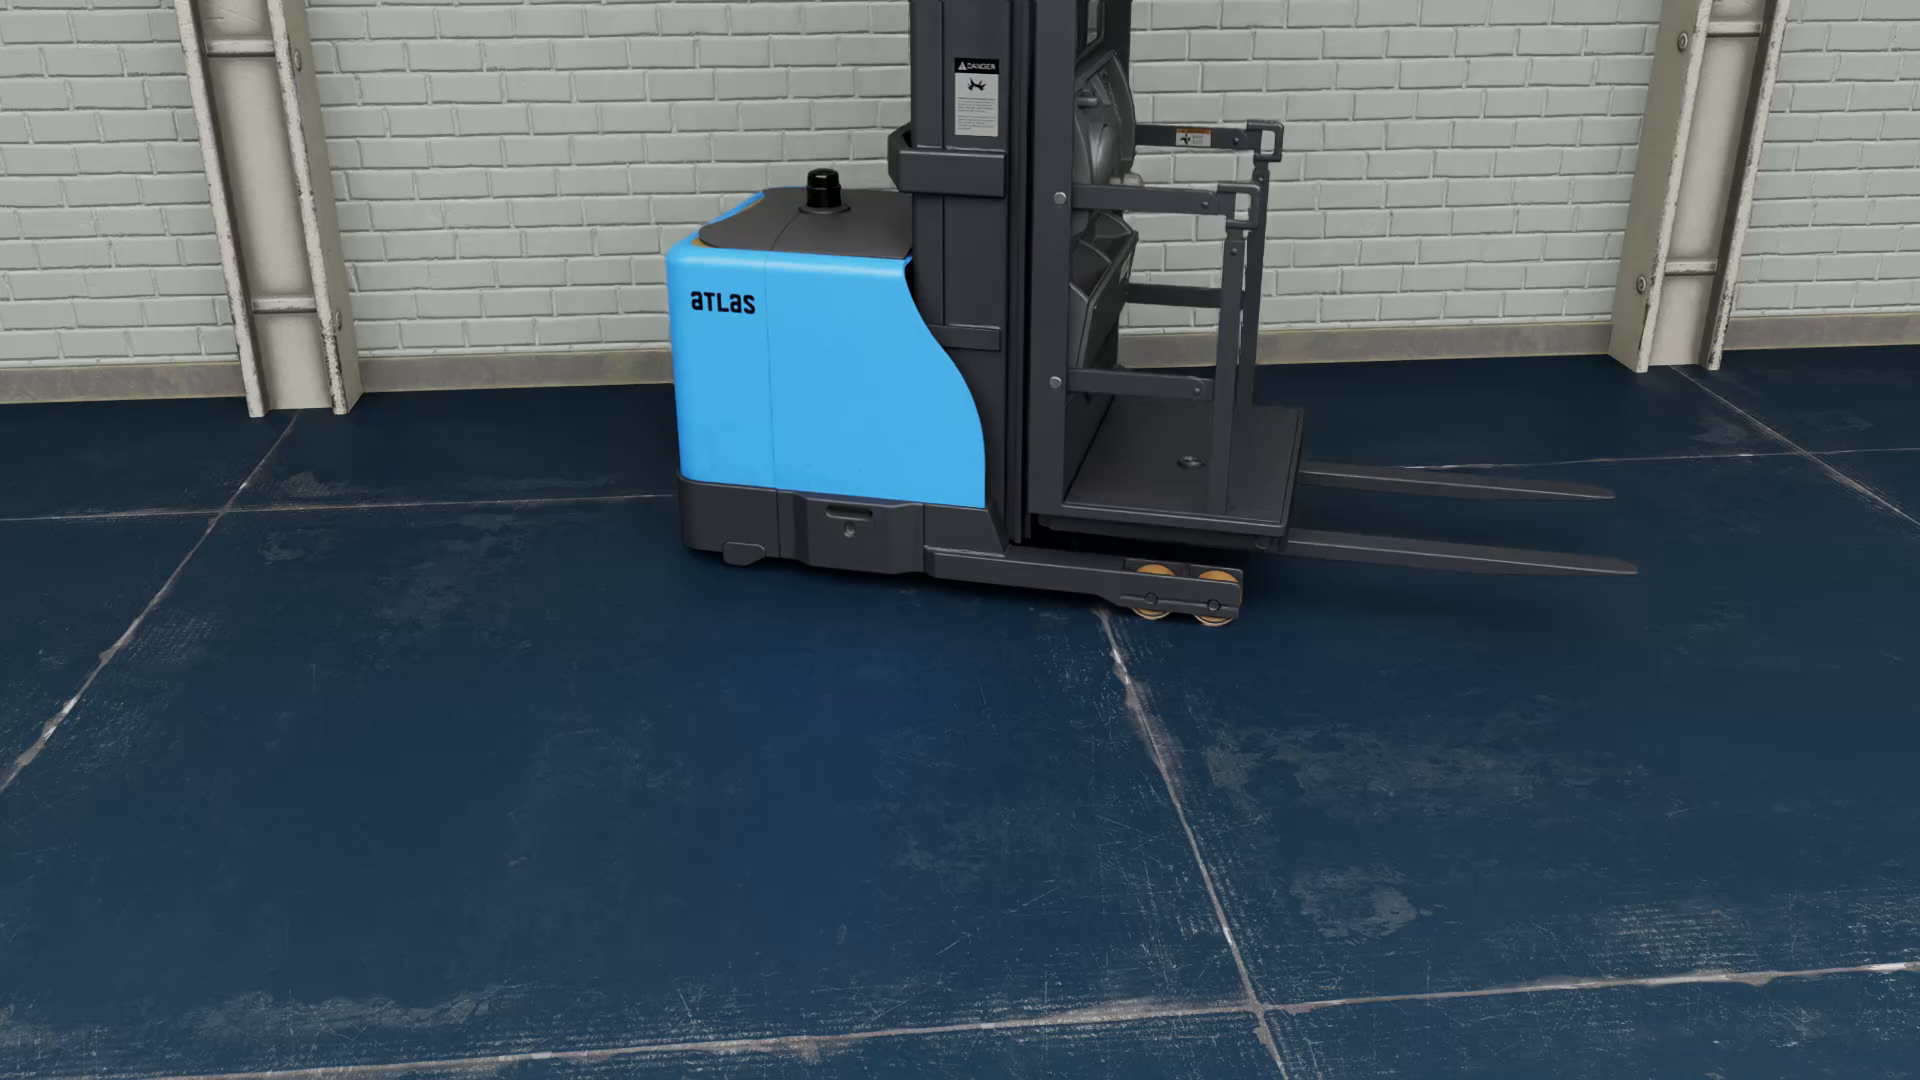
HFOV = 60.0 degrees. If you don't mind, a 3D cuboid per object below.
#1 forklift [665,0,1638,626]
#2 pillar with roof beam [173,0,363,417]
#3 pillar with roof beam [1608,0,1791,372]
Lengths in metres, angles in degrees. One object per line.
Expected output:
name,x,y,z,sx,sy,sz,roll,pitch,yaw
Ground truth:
forklift,0.637,-1.312,5.093,3.031,2.935,1.130,6,25,12
pillar with roof beam,-2.344,-2.953,1.313,0.400,9.000,9.100,-2,24,-5
pillar with roof beam,3.627,-3.192,1.852,0.400,9.000,9.100,-2,24,-5
